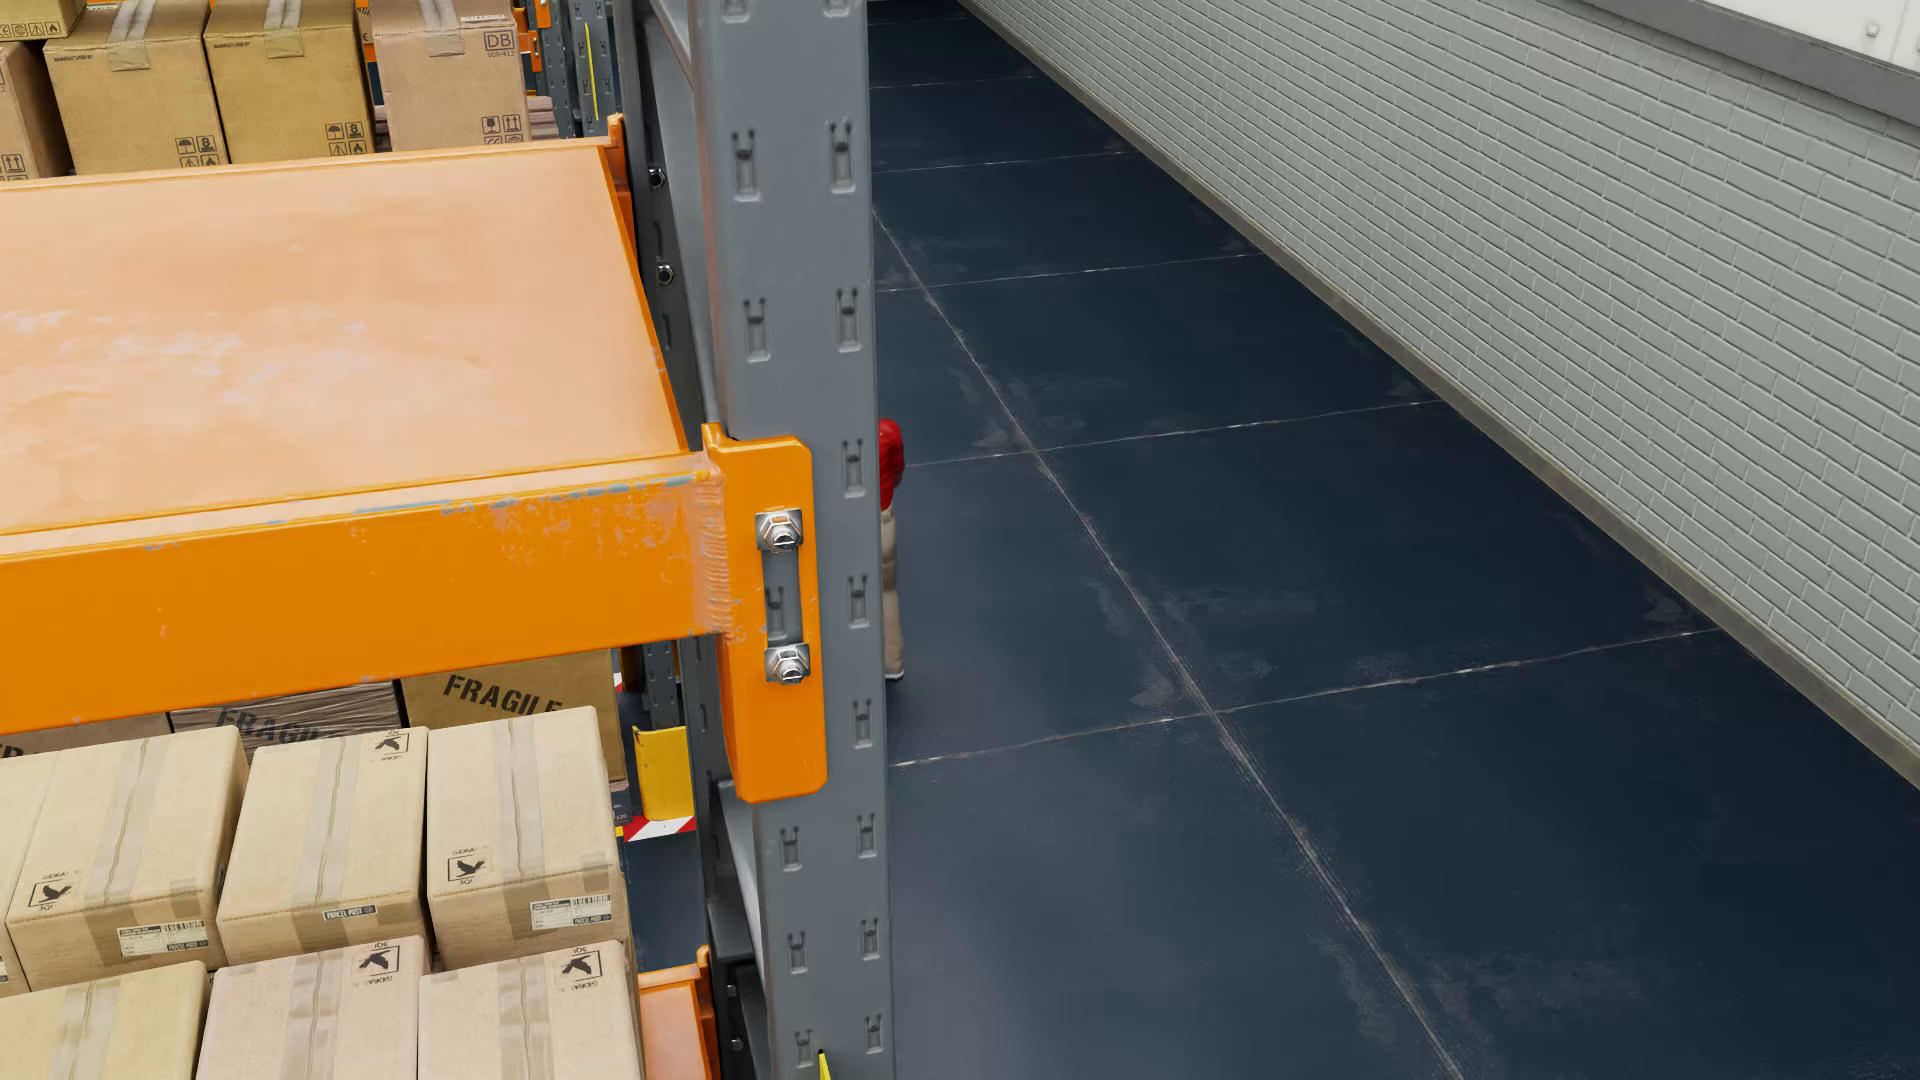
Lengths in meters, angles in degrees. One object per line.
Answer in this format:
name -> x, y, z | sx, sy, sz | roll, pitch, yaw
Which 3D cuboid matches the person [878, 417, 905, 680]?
person -> -0.546, -0.063, 8.246 | 0.532, 1.733, 0.470 | -12, 32, -20
